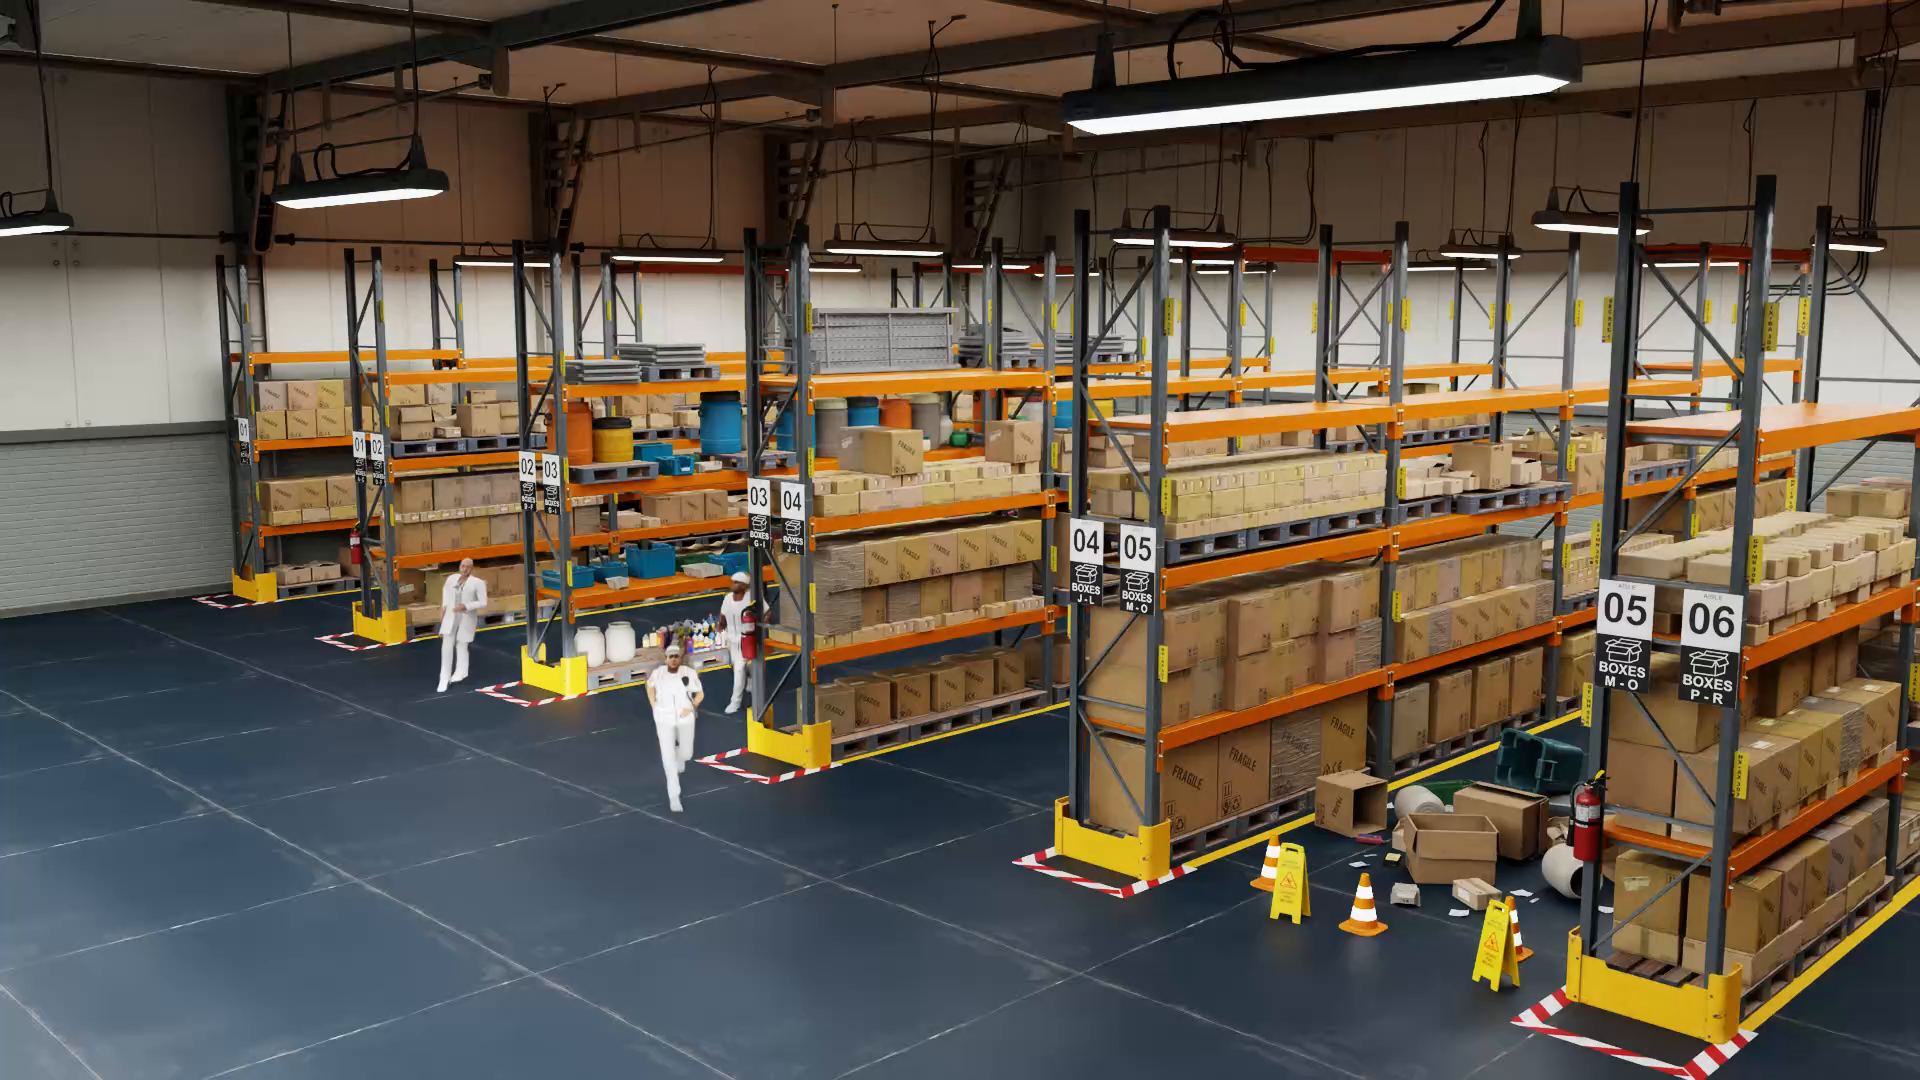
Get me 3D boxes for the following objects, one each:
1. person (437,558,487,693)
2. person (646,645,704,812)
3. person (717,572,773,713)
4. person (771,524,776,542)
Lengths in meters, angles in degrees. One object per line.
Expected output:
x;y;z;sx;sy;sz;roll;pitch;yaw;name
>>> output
-6.693;1.139;22.473;0.678;1.817;0.762;0;8;-1;person
-2.974;1.916;17.447;0.578;1.685;1.069;-2;8;-16;person
-2.773;1.277;21.416;0.710;1.766;0.934;4;9;28;person
-3.734;-0.724;35.375;0.644;1.732;0.906;7;11;40;person
